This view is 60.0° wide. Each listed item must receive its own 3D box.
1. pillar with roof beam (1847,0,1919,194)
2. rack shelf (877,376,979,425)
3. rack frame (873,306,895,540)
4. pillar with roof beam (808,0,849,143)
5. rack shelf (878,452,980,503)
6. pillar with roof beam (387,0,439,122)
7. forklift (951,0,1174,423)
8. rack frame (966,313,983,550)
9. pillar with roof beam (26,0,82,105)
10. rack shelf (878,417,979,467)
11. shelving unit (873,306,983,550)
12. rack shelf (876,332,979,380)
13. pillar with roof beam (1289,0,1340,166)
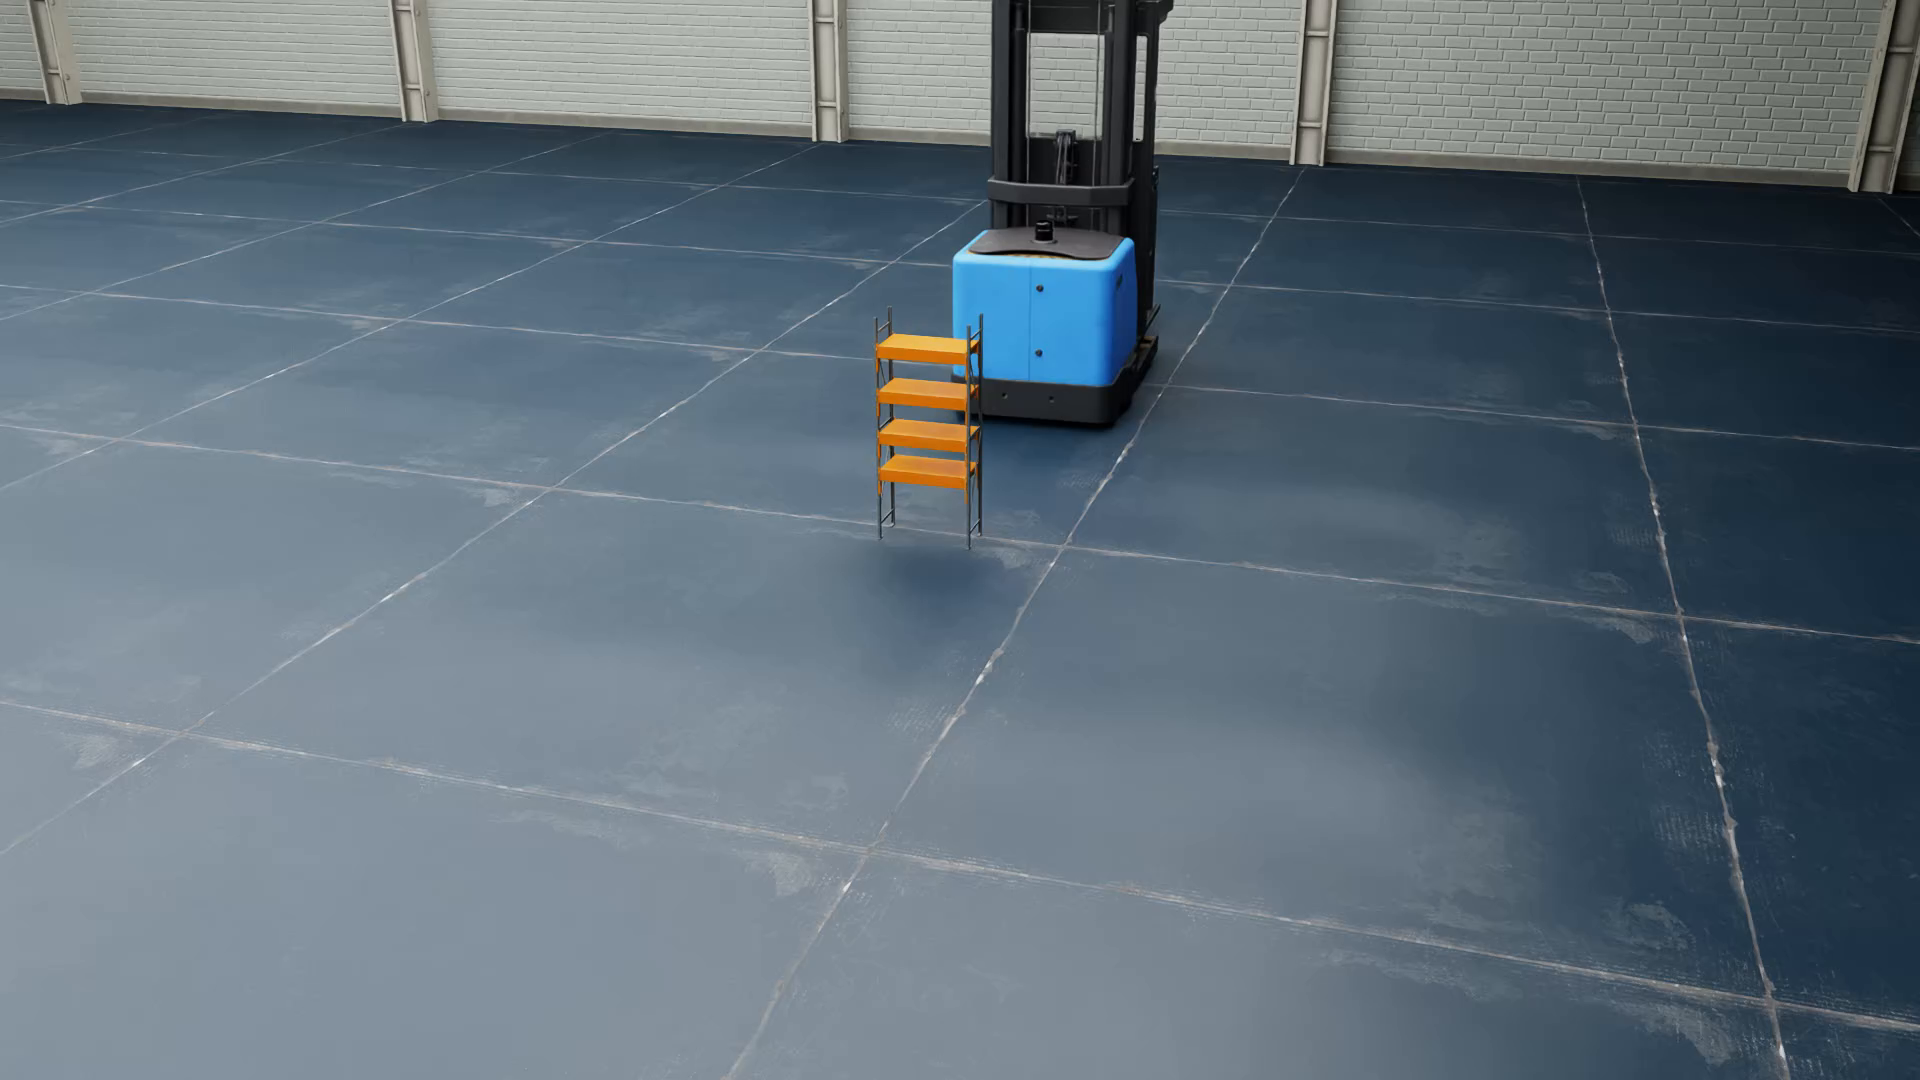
[{"bbox_3d":[8.601,-6.384,12.475,0.400,9.000,9.100,7,23,16],"label":"pillar with roof beam"},{"bbox_3d":[-0.158,-0.718,8.527,0.480,0.148,0.258,7,23,16],"label":"rack shelf"},{"bbox_3d":[-0.392,-0.600,8.652,0.015,1.200,0.240,7,23,16],"label":"rack frame"},{"bbox_3d":[-2.888,-7.699,15.682,0.400,9.000,9.100,7,23,16],"label":"pillar with roof beam"},{"bbox_3d":[-0.158,-0.327,8.687,0.480,0.148,0.258,7,23,16],"label":"rack shelf"},{"bbox_3d":[-8.632,-8.357,17.286,0.400,9.000,9.100,7,23,16],"label":"pillar with roof beam"},{"bbox_3d":[0.803,-2.612,11.276,1.130,2.935,3.031,6,23,13],"label":"forklift"},{"bbox_3d":[0.075,-0.547,8.521,0.015,1.200,0.240,7,23,16],"label":"rack frame"},{"bbox_3d":[-14.376,-9.015,18.889,0.400,9.000,9.100,7,23,16],"label":"pillar with roof beam"},{"bbox_3d":[-0.158,-0.511,8.612,0.480,0.148,0.258,7,23,16],"label":"rack shelf"},{"bbox_3d":[-0.158,-0.573,8.587,0.503,1.200,0.258,7,23,16],"label":"shelving unit"},{"bbox_3d":[-0.158,-0.937,8.437,0.480,0.148,0.258,7,23,16],"label":"rack shelf"},{"bbox_3d":[2.856,-7.042,14.079,0.400,9.000,9.100,7,23,16],"label":"pillar with roof beam"}]
